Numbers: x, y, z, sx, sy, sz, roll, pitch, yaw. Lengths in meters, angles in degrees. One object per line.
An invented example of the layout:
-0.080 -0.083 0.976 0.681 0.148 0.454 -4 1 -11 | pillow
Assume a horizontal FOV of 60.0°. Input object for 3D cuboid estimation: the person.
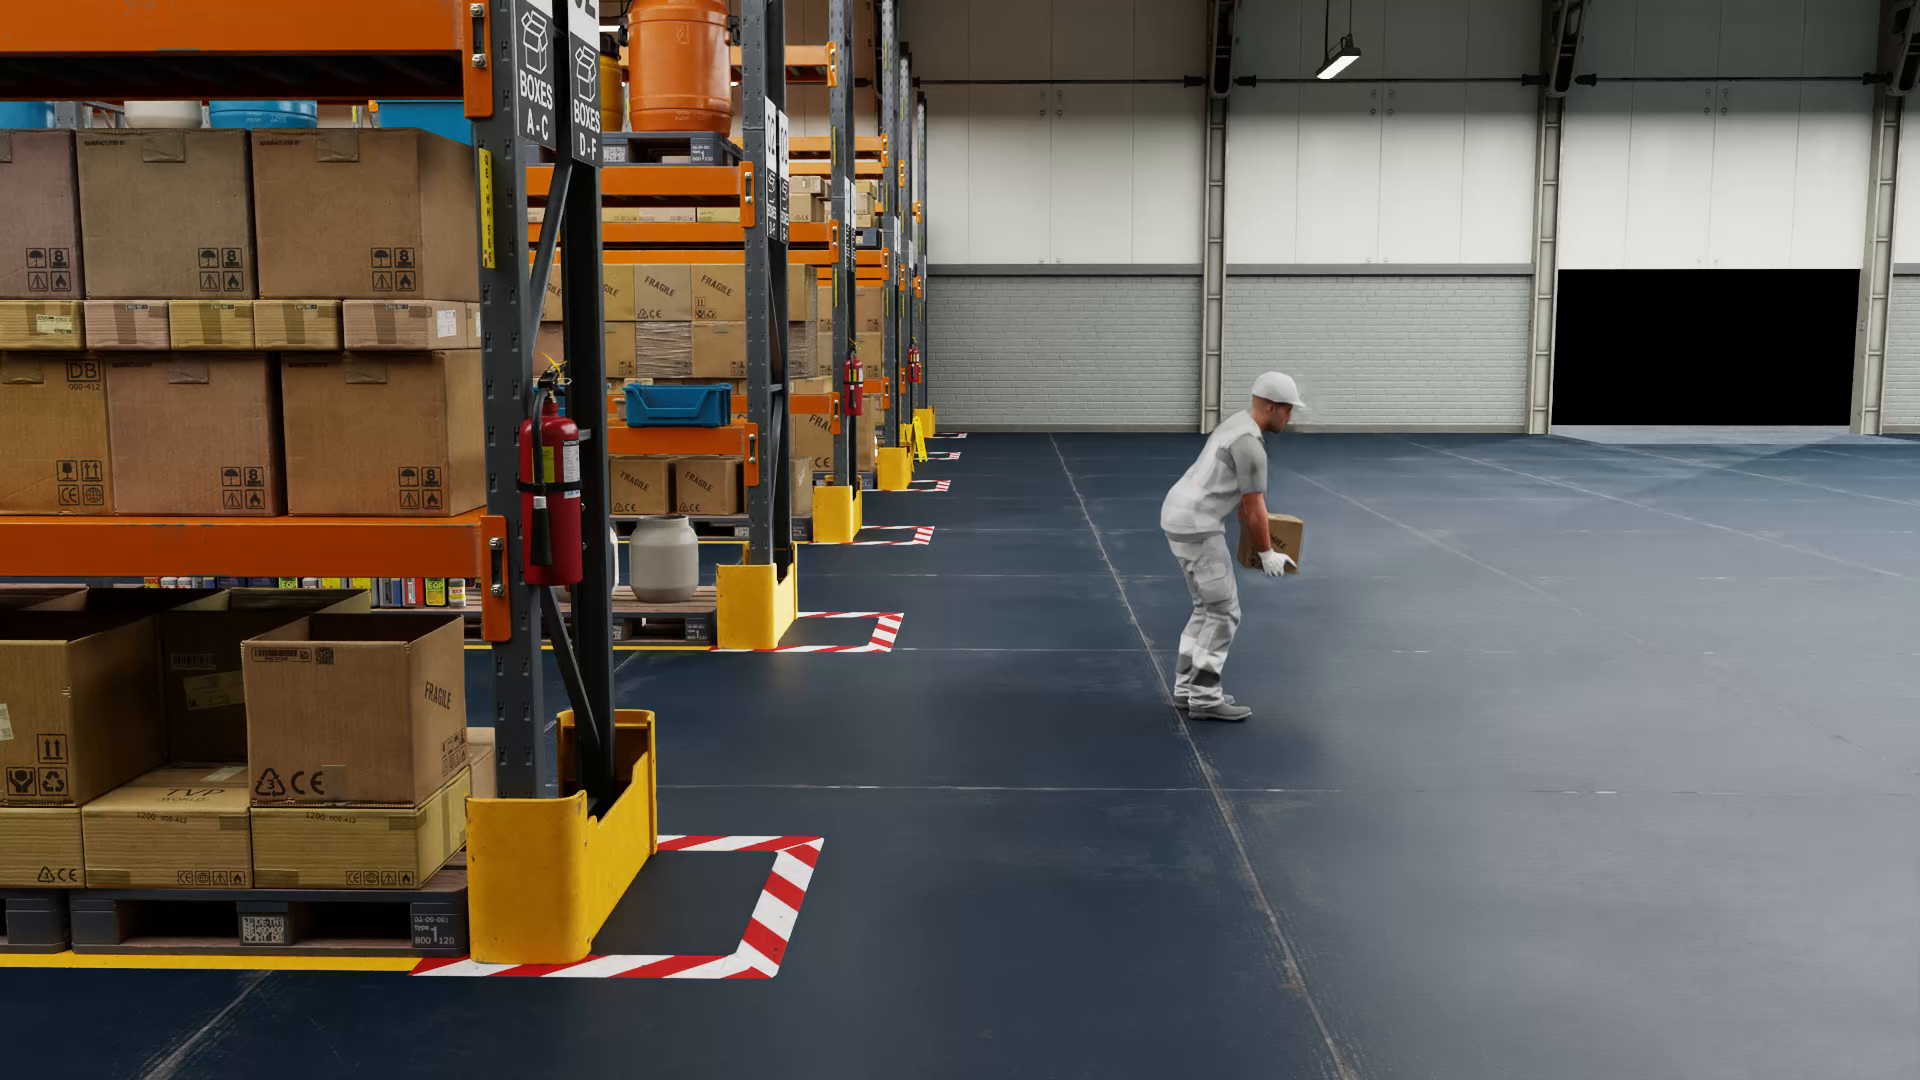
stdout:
1.319 0.022 8.055 0.690 1.669 0.484 0 7 0 | person
